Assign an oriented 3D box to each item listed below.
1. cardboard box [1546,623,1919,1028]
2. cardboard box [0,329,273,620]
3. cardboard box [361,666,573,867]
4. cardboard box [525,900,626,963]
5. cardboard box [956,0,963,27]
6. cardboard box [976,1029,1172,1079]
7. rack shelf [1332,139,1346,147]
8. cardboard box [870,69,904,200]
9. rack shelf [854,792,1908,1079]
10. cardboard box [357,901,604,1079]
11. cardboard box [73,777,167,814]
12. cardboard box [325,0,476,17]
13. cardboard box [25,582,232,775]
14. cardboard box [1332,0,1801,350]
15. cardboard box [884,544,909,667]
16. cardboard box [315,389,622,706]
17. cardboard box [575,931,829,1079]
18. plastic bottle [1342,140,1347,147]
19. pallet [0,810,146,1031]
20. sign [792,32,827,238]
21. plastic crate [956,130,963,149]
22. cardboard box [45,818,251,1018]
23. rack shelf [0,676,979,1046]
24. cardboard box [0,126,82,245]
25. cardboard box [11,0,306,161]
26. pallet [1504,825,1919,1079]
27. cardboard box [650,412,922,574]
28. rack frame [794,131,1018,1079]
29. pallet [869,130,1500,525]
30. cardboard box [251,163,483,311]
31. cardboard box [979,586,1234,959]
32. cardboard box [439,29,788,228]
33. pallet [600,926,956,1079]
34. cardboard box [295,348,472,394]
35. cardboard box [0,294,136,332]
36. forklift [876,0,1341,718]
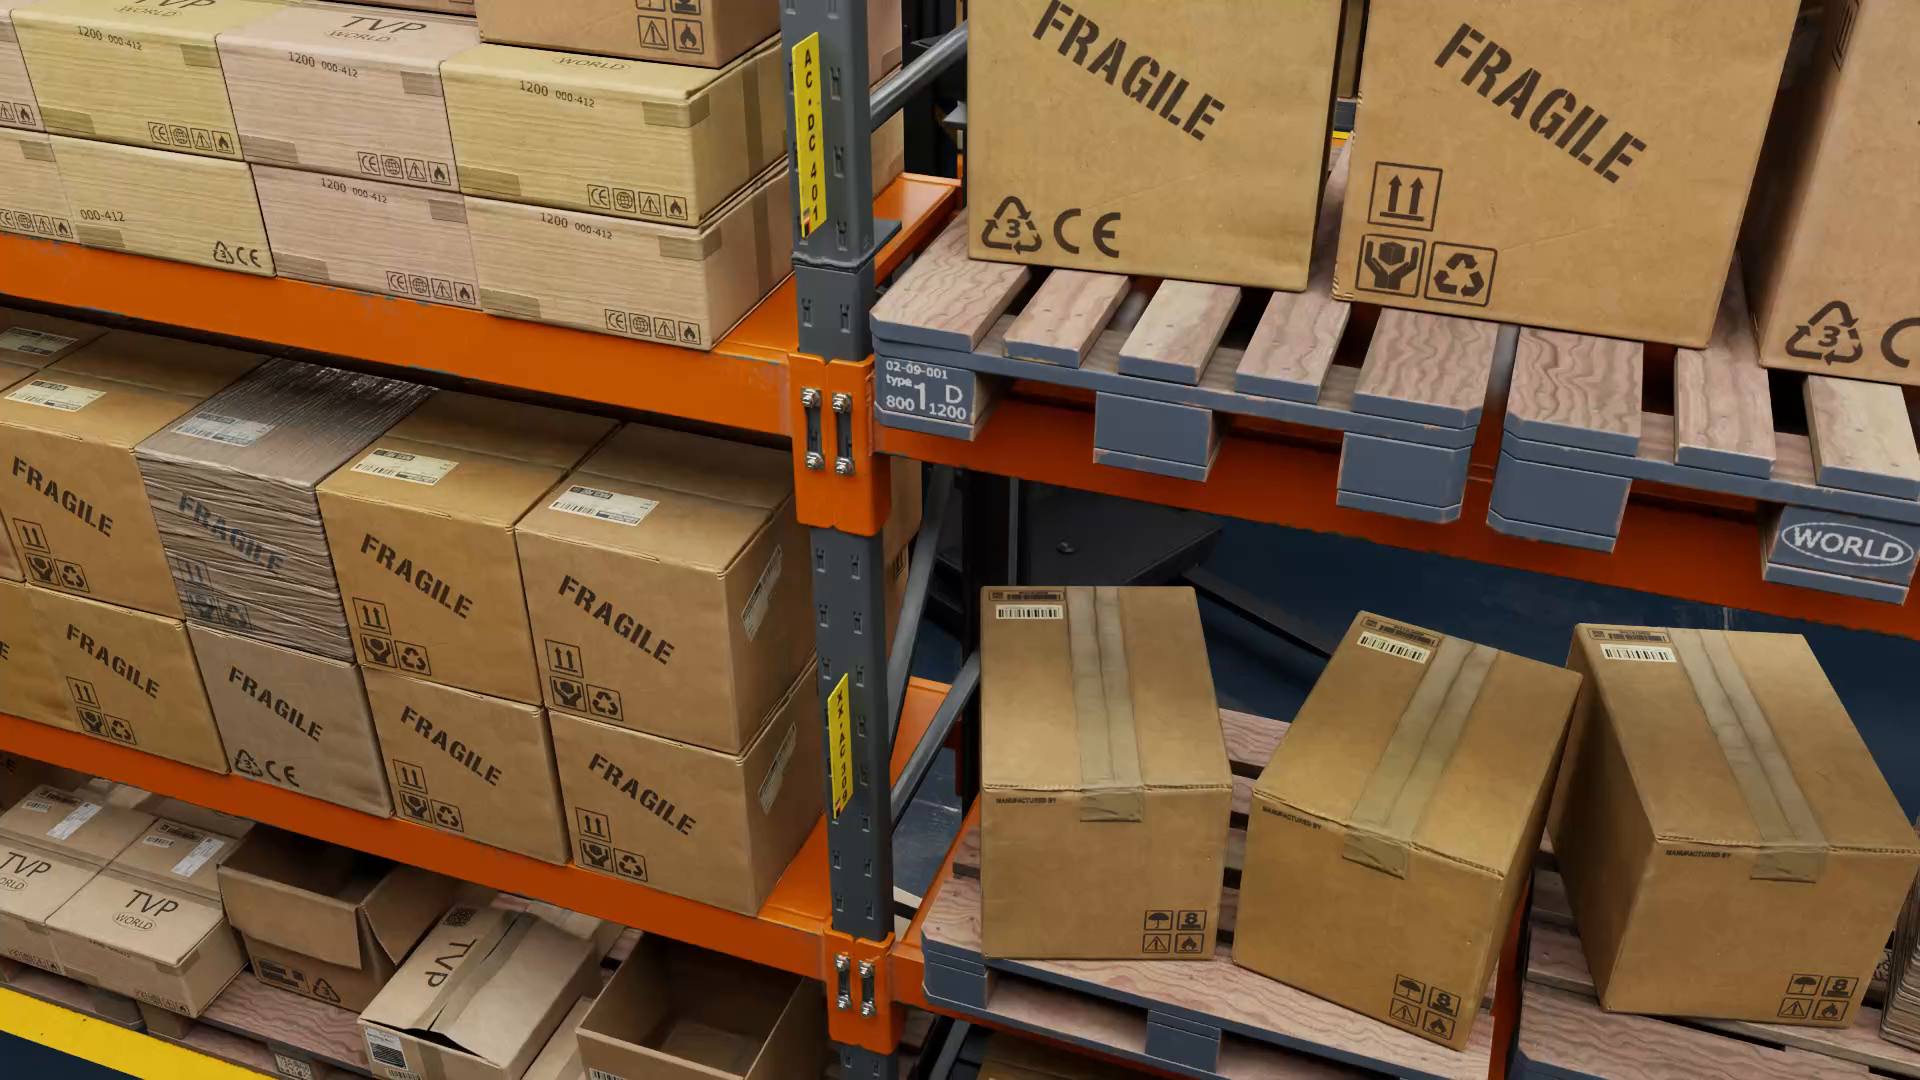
[{"bbox_3d":[1.609,0.595,3.584,0.500,0.500,0.700,3,33,4],"label":"cardboard box"},{"bbox_3d":[-2.069,-0.178,4.247,0.500,0.500,0.500,11,34,16],"label":"cardboard box"},{"bbox_3d":[-1.117,0.425,4.233,0.500,0.500,0.500,12,35,18],"label":"cardboard box"},{"bbox_3d":[-1.214,1.187,5.353,0.250,0.166,0.380,11,34,16],"label":"cardboard box"},{"bbox_3d":[0.135,-4.476,13.488,0.875,0.875,0.875,11,34,16],"label":"cardboard box"},{"bbox_3d":[0.299,1.600,4.406,0.500,0.500,0.500,9,34,14],"label":"cardboard box"},{"bbox_3d":[3.483,-1.339,7.721,4.000,0.370,1.077,11,34,16],"label":"rack shelf"},{"bbox_3d":[-0.449,-0.891,3.737,0.500,0.250,0.500,11,34,16],"label":"cardboard box"},{"bbox_3d":[1.808,1.190,3.805,4.000,0.370,1.077,11,34,16],"label":"rack shelf"},{"bbox_3d":[-1.413,1.370,4.936,0.500,0.311,0.500,11,34,16],"label":"cardboard box"},{"bbox_3d":[-2.894,0.889,5.814,0.250,0.166,0.380,11,34,16],"label":"cardboard box"},{"bbox_3d":[-0.968,-1.434,3.426,0.500,0.500,0.700,11,34,16],"label":"cardboard box"},{"bbox_3d":[-2.082,0.241,4.520,0.500,0.500,0.500,11,35,17],"label":"cardboard box"},{"bbox_3d":[1.012,-0.759,2.823,0.600,0.600,0.600,11,34,16],"label":"cardboard box"},{"bbox_3d":[-0.462,0.247,4.510,0.500,0.500,0.500,12,35,18],"label":"cardboard box"},{"bbox_3d":[-1.121,0.007,3.960,0.500,0.500,0.500,10,34,16],"label":"cardboard box"},{"bbox_3d":[-0.707,1.427,4.673,0.500,0.500,0.500,11,34,16],"label":"cardboard box"},{"bbox_3d":[1.860,-1.749,7.739,0.185,0.351,0.144,11,34,16],"label":"plastic bottle"},{"bbox_3d":[-3.018,1.121,5.820,1.213,0.211,1.003,11,34,16],"label":"pallet"},{"bbox_3d":[-0.250,-0.677,2.792,0.005,0.325,0.100,11,34,16],"label":"sign"},{"bbox_3d":[-0.141,-2.087,8.404,0.466,0.136,0.293,11,34,16],"label":"plastic crate"},{"bbox_3d":[-2.482,1.187,5.275,0.500,0.250,0.500,11,34,16],"label":"cardboard box"},{"bbox_3d":[-1.957,0.458,4.939,4.000,0.370,1.077,11,34,16],"label":"rack shelf"},{"bbox_3d":[-2.032,-0.907,3.762,0.500,0.250,0.500,11,34,16],"label":"cardboard box"},{"bbox_3d":[-1.563,-1.022,3.479,0.500,0.250,0.500,11,34,16],"label":"cardboard box"},{"bbox_3d":[1.859,0.981,3.643,1.213,0.211,1.003,11,34,16],"label":"pallet"},{"bbox_3d":[-0.423,-0.170,4.235,0.500,0.500,0.500,12,35,18],"label":"cardboard box"},{"bbox_3d":[-0.075,0.522,4.177,0.127,3.000,1.000,11,34,16],"label":"rack frame"},{"bbox_3d":[0.516,-0.504,3.174,1.003,0.211,1.213,11,34,16],"label":"pallet"},{"bbox_3d":[-1.089,-0.726,3.481,0.500,0.250,0.500,11,34,16],"label":"cardboard box"},{"bbox_3d":[0.296,0.504,3.725,0.500,0.500,0.700,0,33,0],"label":"cardboard box"},{"bbox_3d":[-0.624,-0.836,3.191,0.500,0.250,0.500,11,34,16],"label":"cardboard box"},{"bbox_3d":[-0.721,1.567,5.129,1.213,0.211,1.003,11,34,16],"label":"pallet"},{"bbox_3d":[-1.393,-0.359,4.526,0.500,0.500,0.500,10,34,15],"label":"cardboard box"},{"bbox_3d":[-2.363,-0.547,4.818,0.500,0.500,0.500,12,35,18],"label":"cardboard box"},{"bbox_3d":[0.429,-0.984,6.572,1.130,2.935,3.031,-27,42,-35],"label":"forklift"}]
